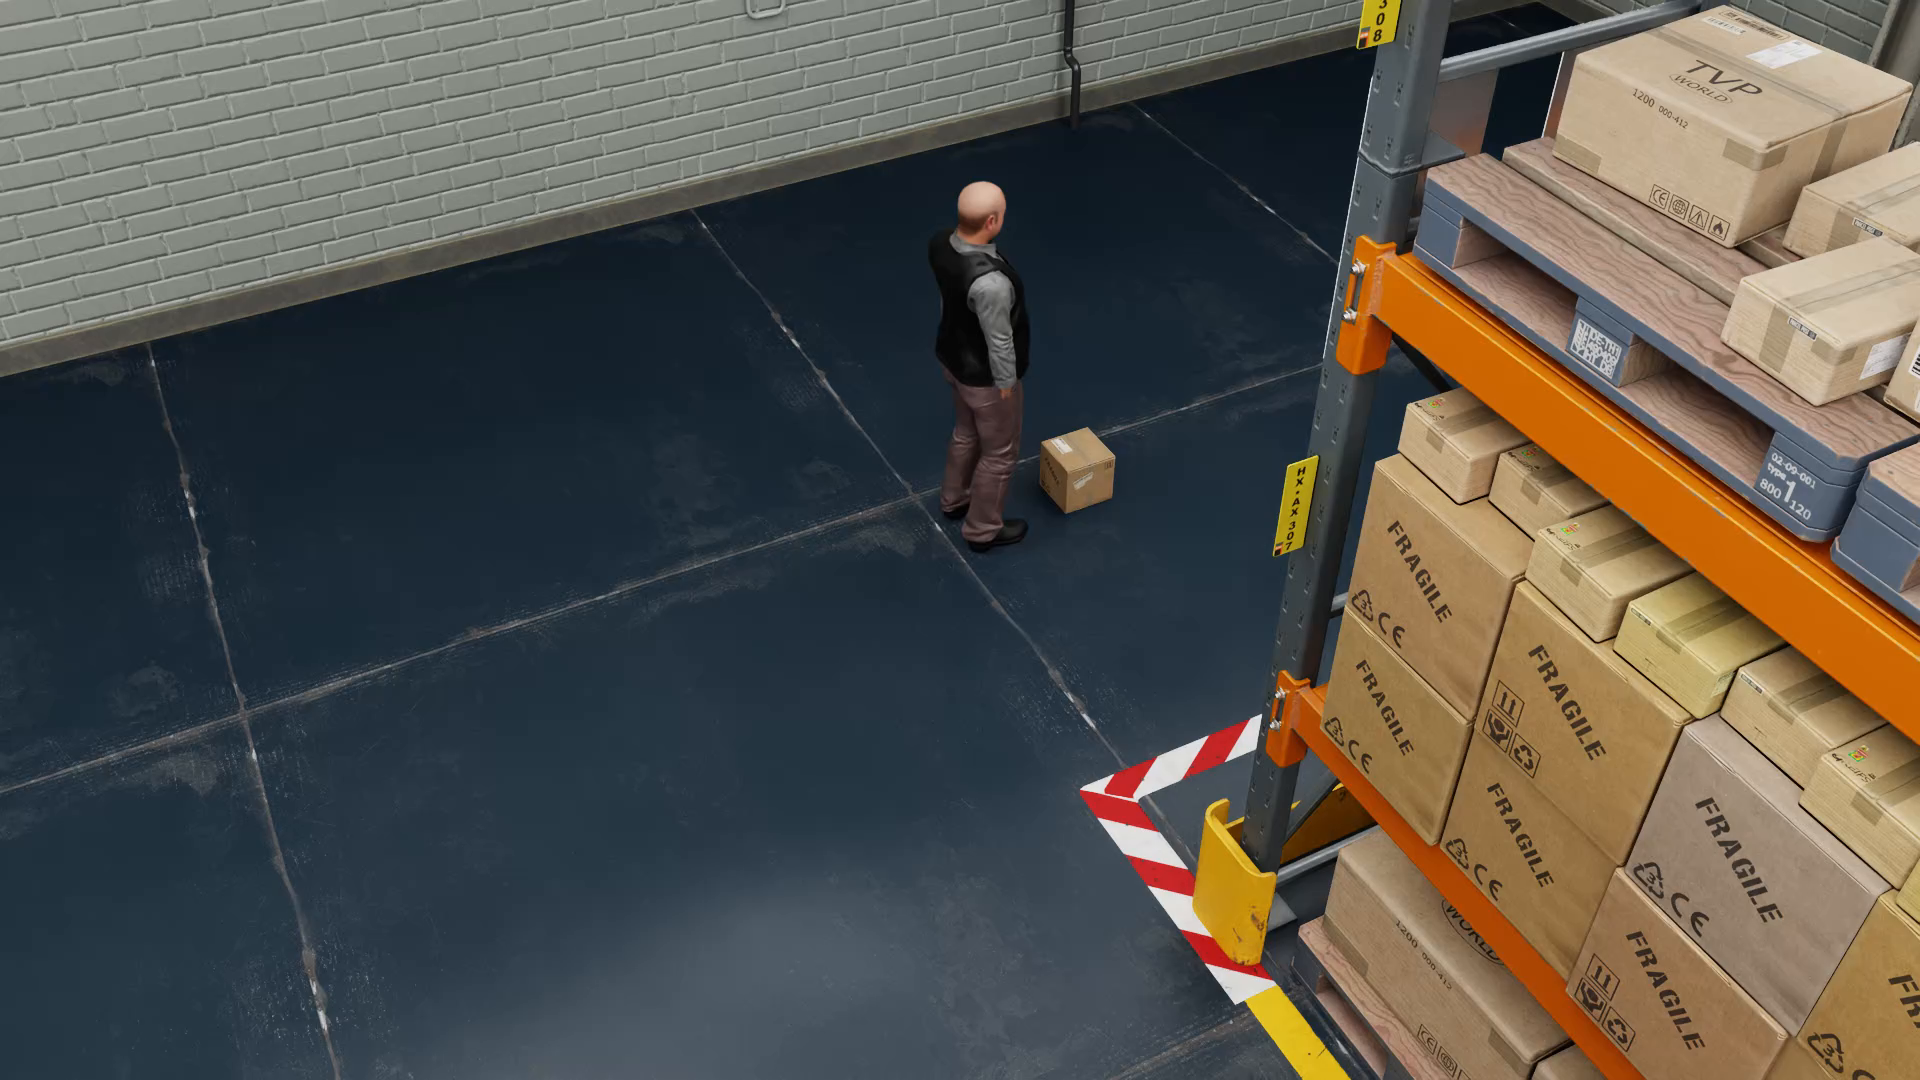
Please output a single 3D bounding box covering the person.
[{"bbox_3d":[0.087,-0.737,7.034,0.358,1.714,0.533,-18,44,-20],"label":"person"}]
